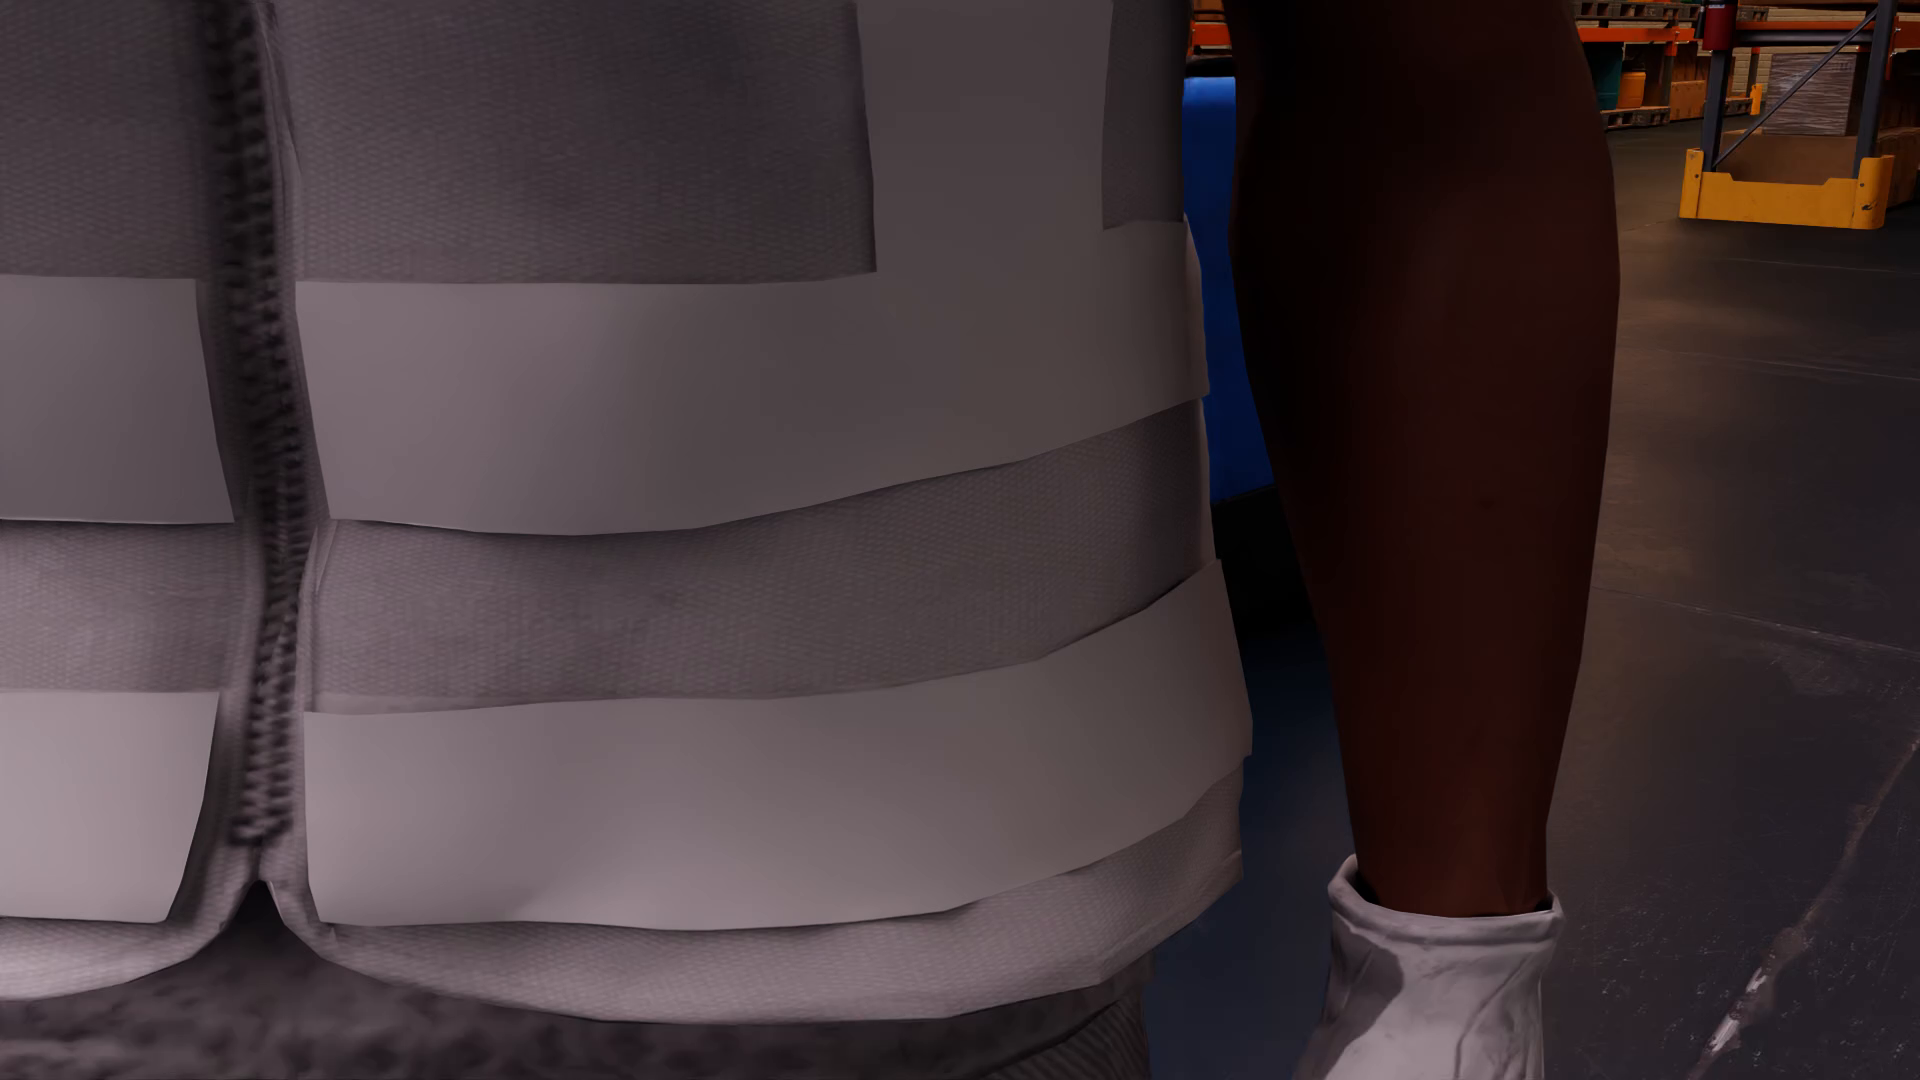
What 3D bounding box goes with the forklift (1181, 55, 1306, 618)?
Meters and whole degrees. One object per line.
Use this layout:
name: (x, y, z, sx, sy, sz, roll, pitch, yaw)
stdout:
forklift: (-0.442, -1.525, 3.920, 3.031, 2.935, 1.130, 16, 23, 42)
